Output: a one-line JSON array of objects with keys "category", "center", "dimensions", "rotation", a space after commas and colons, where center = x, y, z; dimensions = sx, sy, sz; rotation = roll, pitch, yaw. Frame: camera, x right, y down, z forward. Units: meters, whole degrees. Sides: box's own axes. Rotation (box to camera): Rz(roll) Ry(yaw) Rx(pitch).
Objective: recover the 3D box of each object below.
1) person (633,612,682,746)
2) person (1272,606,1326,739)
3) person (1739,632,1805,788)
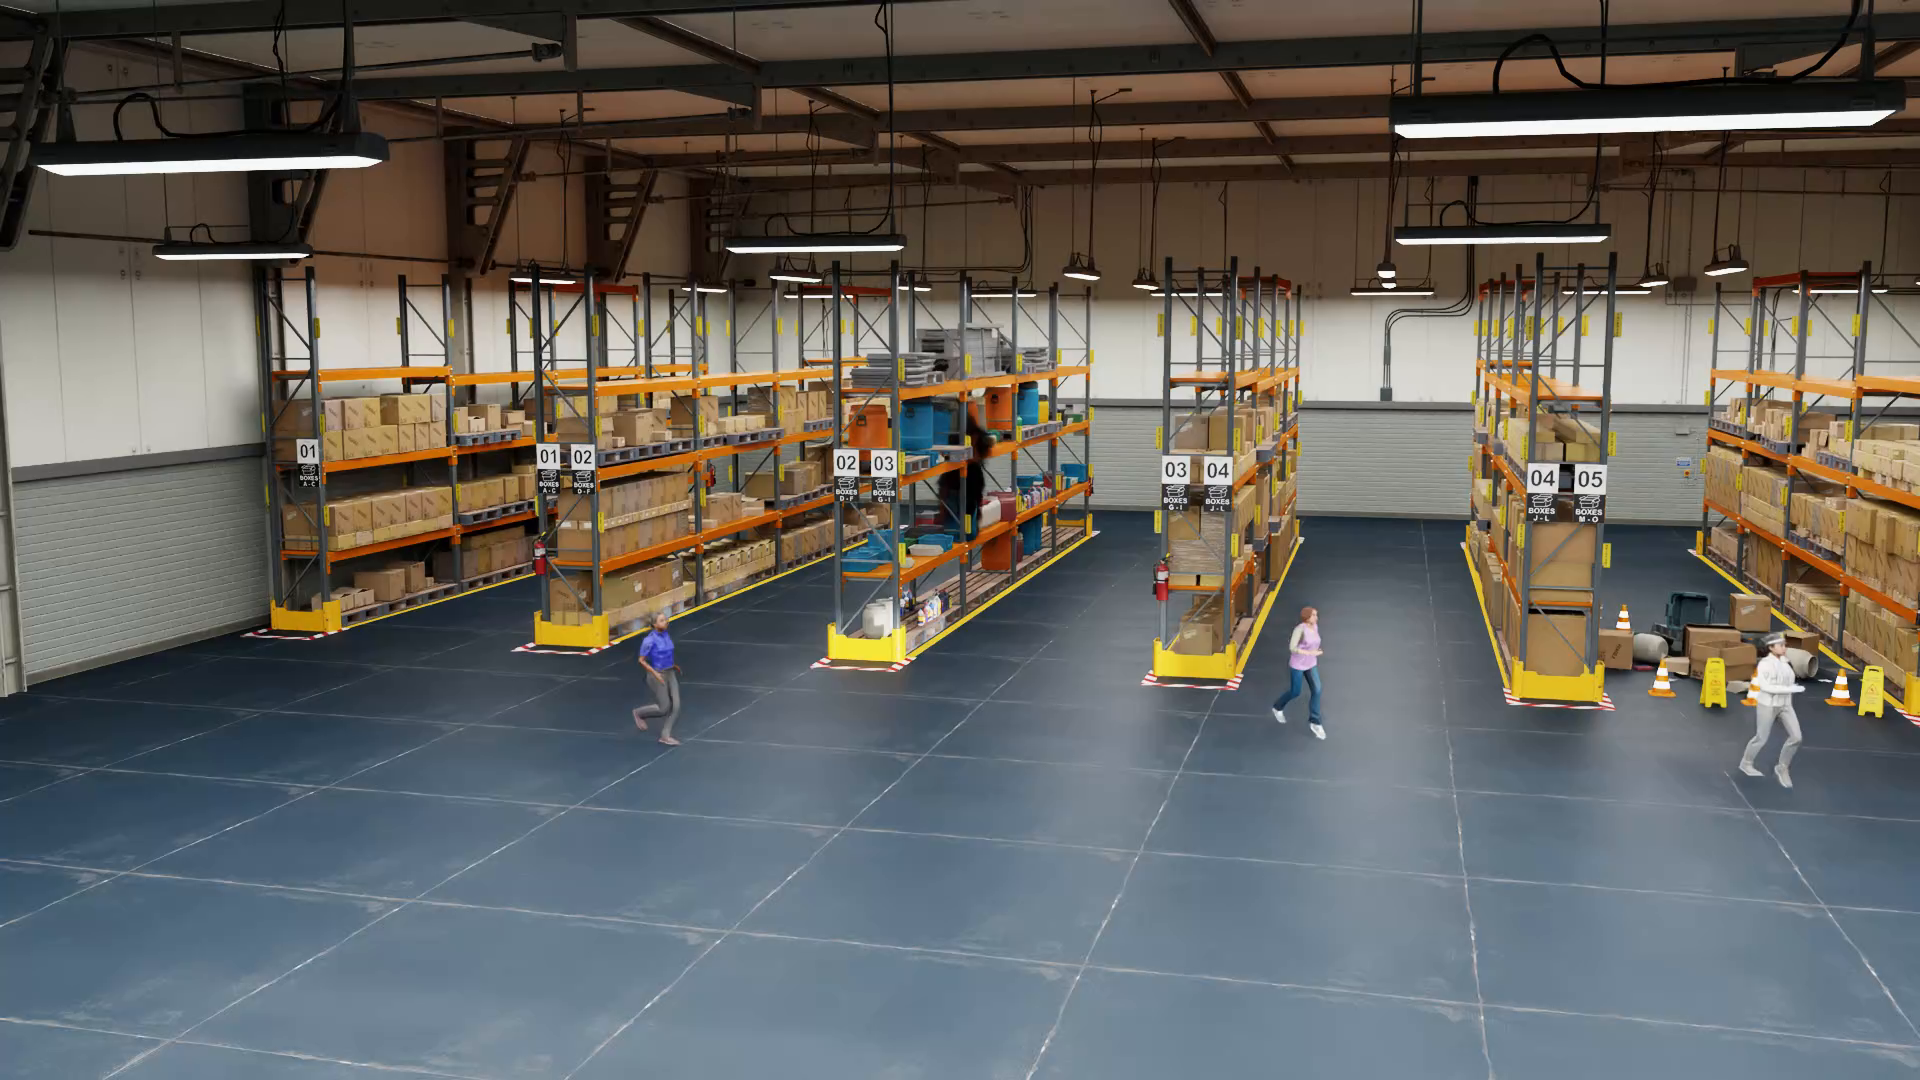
[{"category": "person", "center": [-3.653, 1.668, 20.124], "dimensions": [0.611, 1.618, 0.575], "rotation": [4, 8, 28]}, {"category": "person", "center": [4.237, 1.607, 20.682], "dimensions": [0.562, 1.602, 0.890], "rotation": [-5, 9, -36]}, {"category": "person", "center": [8.966, 1.858, 18.293], "dimensions": [0.578, 1.738, 0.718], "rotation": [-3, 8, -23]}]
